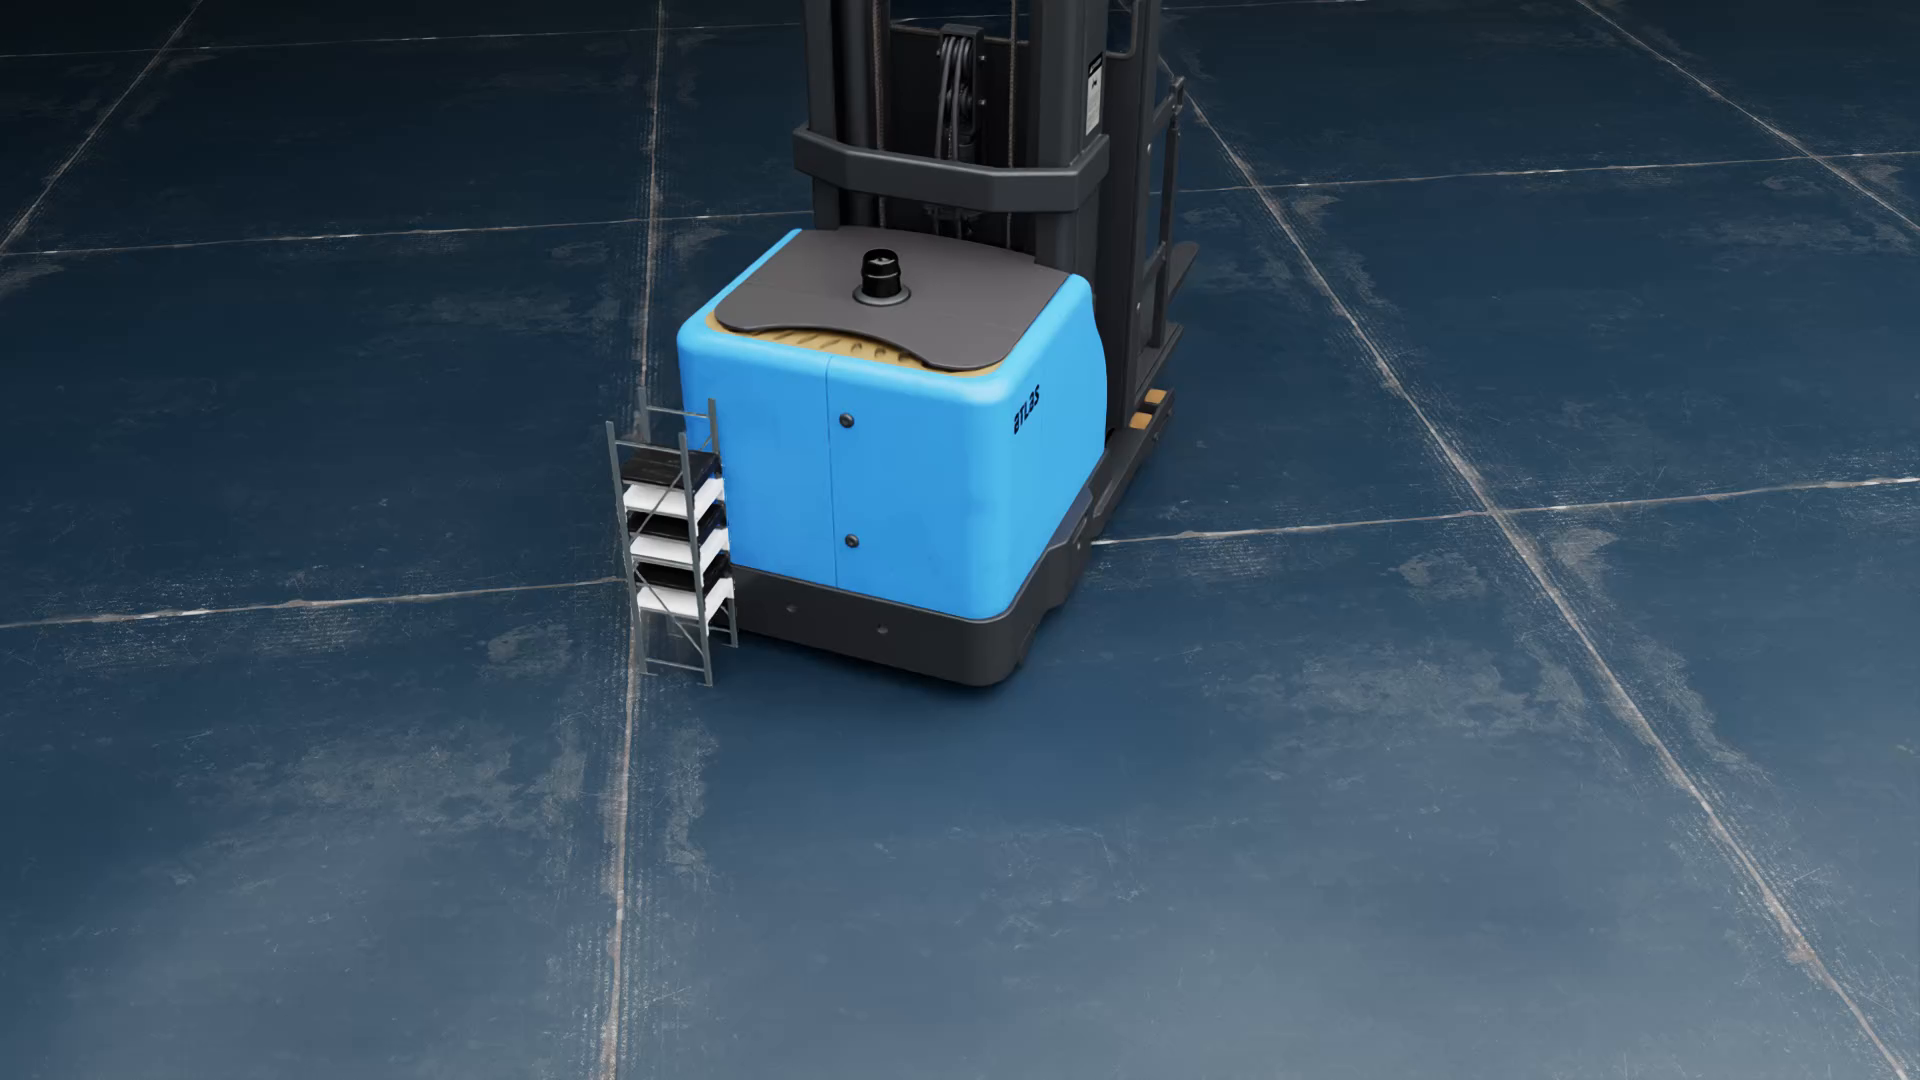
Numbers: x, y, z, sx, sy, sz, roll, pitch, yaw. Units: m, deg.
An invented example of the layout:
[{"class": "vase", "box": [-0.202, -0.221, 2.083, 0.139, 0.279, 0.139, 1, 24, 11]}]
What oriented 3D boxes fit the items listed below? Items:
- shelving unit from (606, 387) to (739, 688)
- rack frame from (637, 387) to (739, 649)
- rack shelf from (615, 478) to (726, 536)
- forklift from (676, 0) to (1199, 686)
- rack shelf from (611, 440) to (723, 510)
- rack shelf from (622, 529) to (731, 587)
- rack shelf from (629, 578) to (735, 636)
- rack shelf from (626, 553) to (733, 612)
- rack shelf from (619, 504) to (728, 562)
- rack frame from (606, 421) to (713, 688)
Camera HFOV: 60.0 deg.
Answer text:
[{"class": "shelving unit", "box": [-0.844, 0.005, 4.943, 0.258, 0.900, 0.210, 9, 35, 13]}, {"class": "rack frame", "box": [-0.815, -0.050, 5.024, 0.240, 0.900, 0.006, 9, 35, 13]}, {"class": "rack shelf", "box": [-0.844, -0.116, 4.861, 0.258, 0.077, 0.200, 9, 35, 13]}, {"class": "forklift", "box": [0.177, -1.598, 5.492, 1.130, 2.935, 3.031, 12, 36, 17]}, {"class": "rack shelf", "box": [-0.844, -0.190, 4.810, 0.258, 0.077, 0.200, 9, 35, 13]}, {"class": "rack shelf", "box": [-0.844, 0.033, 4.962, 0.258, 0.077, 0.200, 9, 35, 13]}, {"class": "rack shelf", "box": [-0.844, 0.182, 5.063, 0.258, 0.077, 0.200, 9, 35, 13]}, {"class": "rack shelf", "box": [-0.844, 0.107, 5.013, 0.258, 0.077, 0.200, 9, 35, 13]}, {"class": "rack shelf", "box": [-0.844, -0.042, 4.911, 0.258, 0.077, 0.200, 9, 35, 13]}, {"class": "rack frame", "box": [-0.872, 0.060, 4.863, 0.240, 0.900, 0.006, 9, 35, 13]}]
